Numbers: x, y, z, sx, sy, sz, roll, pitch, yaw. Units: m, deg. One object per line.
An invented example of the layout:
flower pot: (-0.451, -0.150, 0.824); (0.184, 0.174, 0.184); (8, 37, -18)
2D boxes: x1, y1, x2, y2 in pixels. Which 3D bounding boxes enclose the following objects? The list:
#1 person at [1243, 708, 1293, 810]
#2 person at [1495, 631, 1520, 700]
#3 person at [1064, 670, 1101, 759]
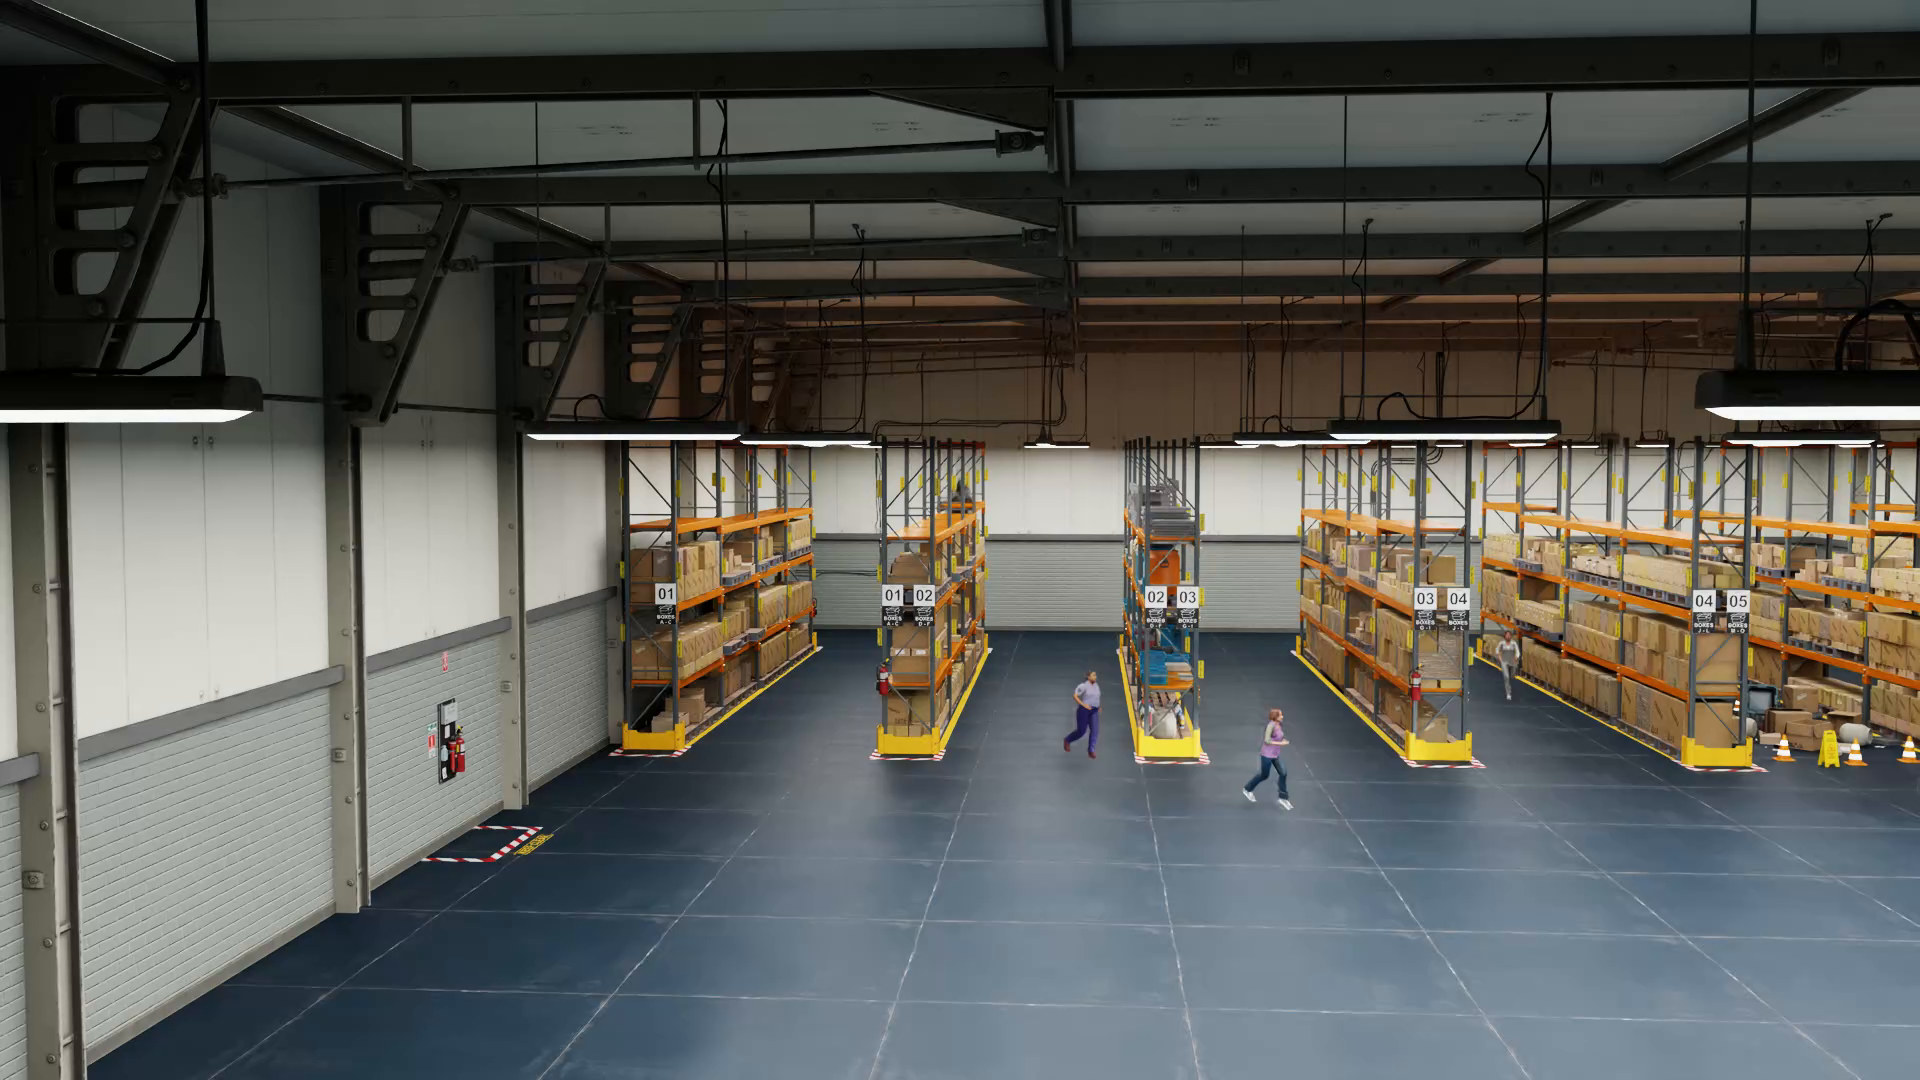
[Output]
person: (4.958, 3.495, 26.739); (0.871, 1.621, 0.557); (2, 4, 34)
person: (12.738, 2.895, 38.665); (0.520, 1.579, 0.918); (0, 3, 6)
person: (2.424, 3.247, 31.213); (0.680, 1.607, 0.878); (-2, 4, -35)
